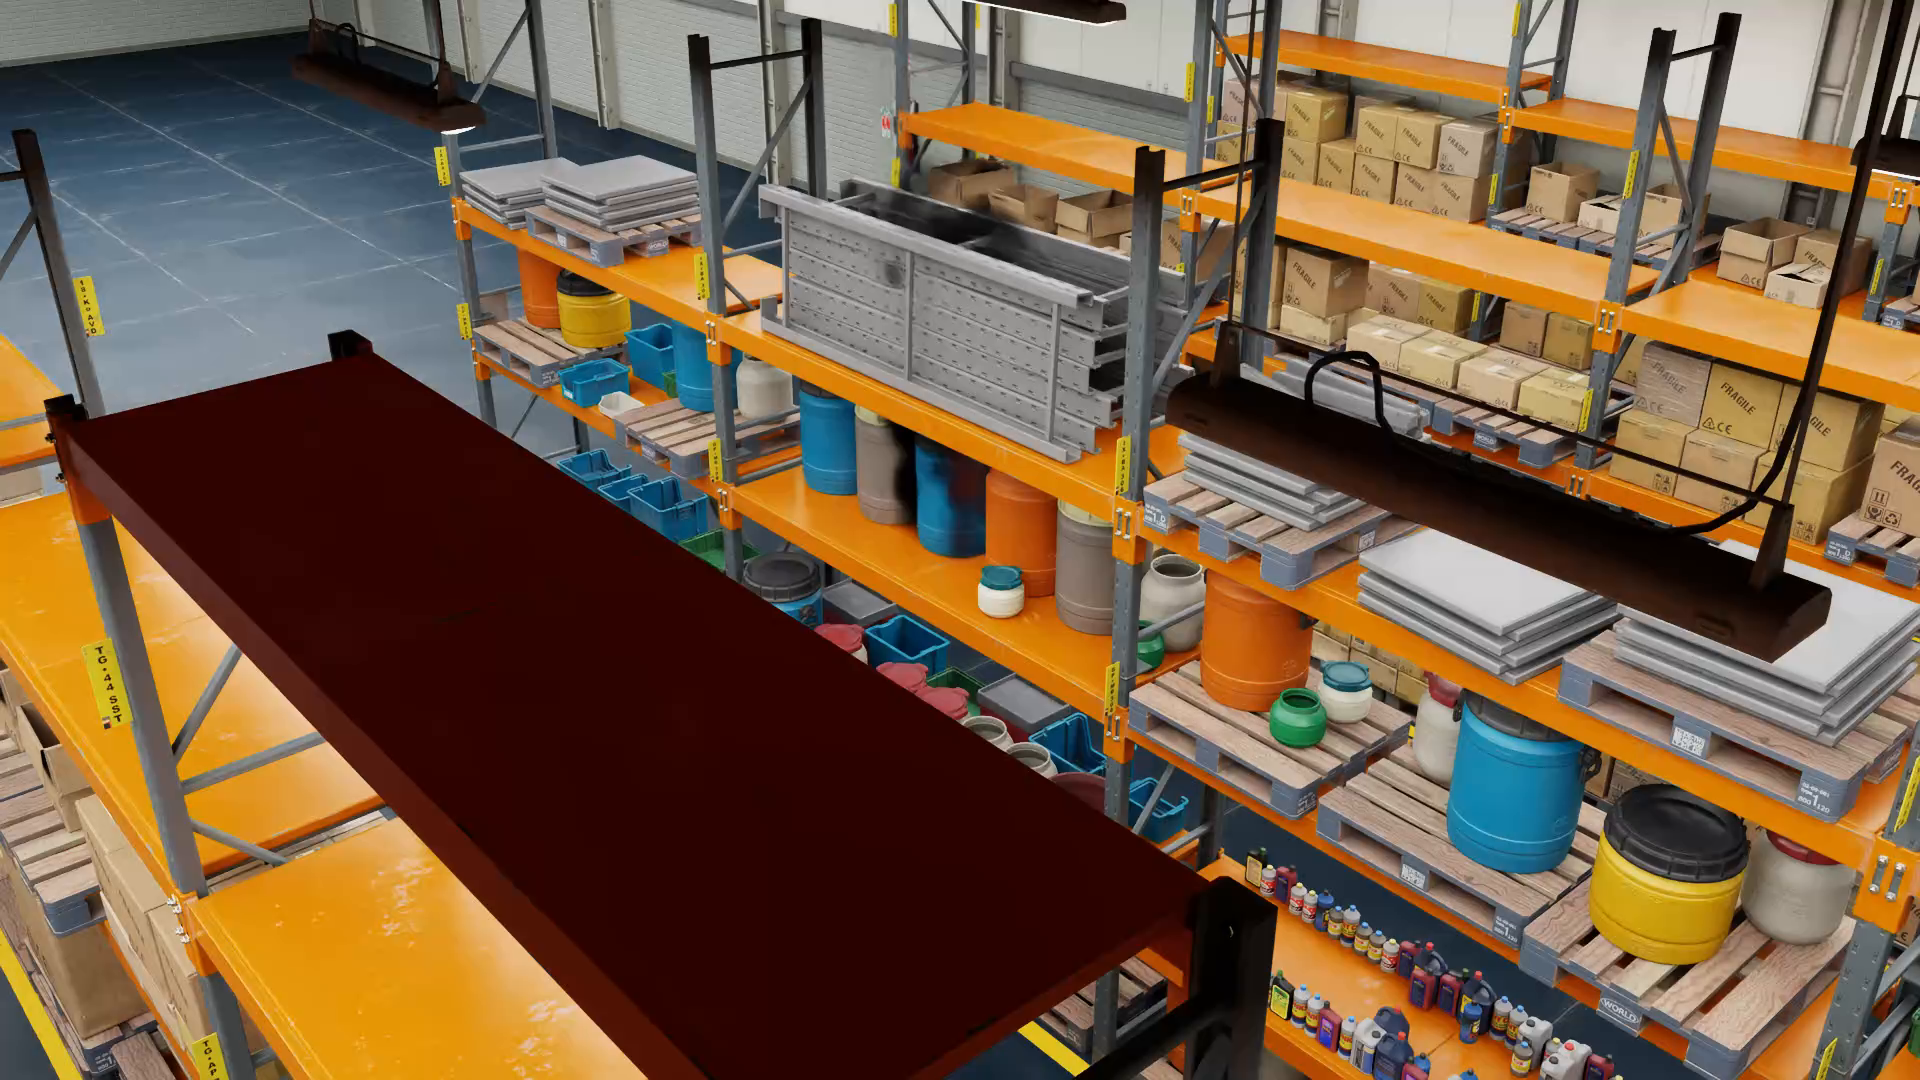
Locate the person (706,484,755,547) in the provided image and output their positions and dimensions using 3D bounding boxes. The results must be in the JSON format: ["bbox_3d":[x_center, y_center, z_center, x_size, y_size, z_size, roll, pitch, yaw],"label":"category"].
[{"bbox_3d":[-2.387,-0.451,16.714,0.652,1.684,0.608,17,31,30],"label":"person"}]
